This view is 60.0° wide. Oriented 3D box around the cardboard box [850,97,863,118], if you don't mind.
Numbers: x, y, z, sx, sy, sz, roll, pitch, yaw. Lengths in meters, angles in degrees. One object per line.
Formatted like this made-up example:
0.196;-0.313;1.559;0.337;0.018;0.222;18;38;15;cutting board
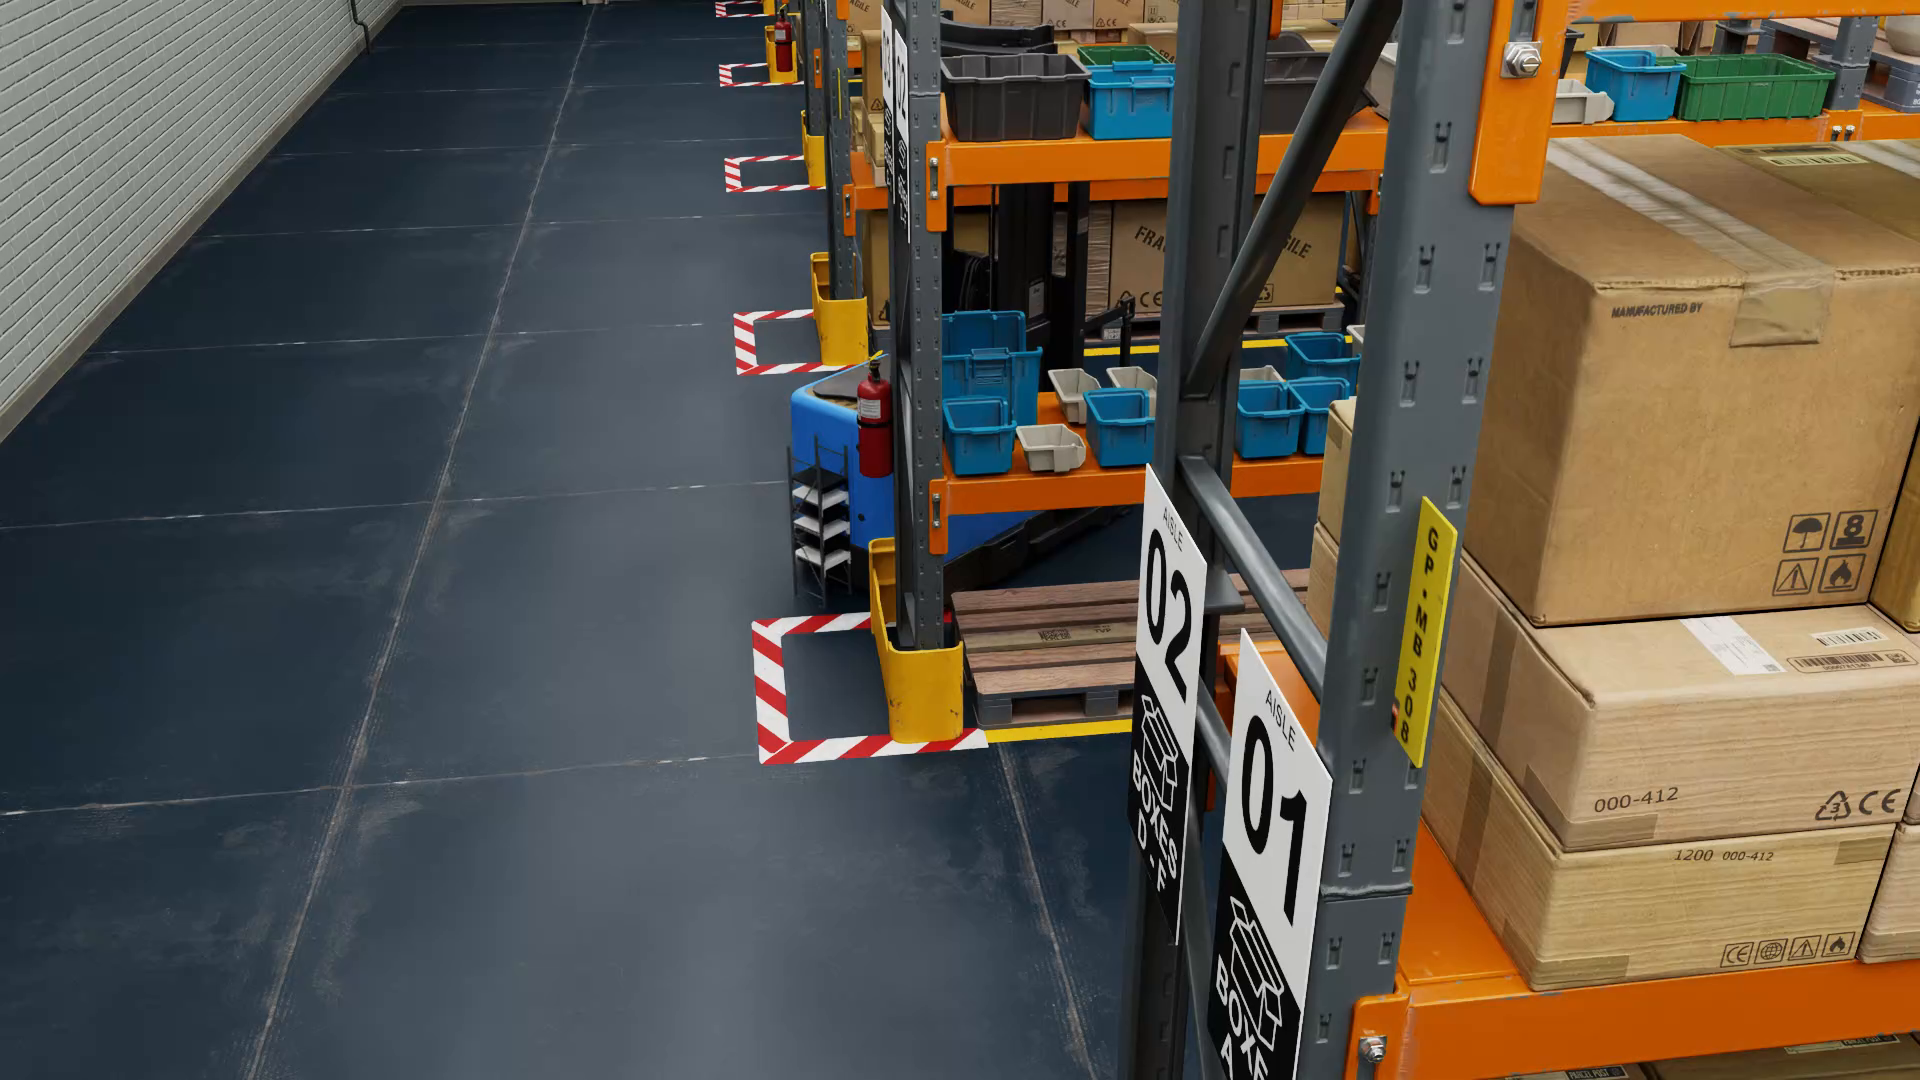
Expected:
-1.000;-4.467;17.182;0.250;0.149;0.380;-3;27;-7;cardboard box

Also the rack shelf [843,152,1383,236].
1.083;-2.694;12.504;4.000;0.370;1.077;-4;27;-7;rack shelf

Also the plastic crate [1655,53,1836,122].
3.376;-1.979;7.268;0.662;0.188;0.450;-4;27;-7;plastic crate

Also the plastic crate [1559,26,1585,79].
2.485;-2.224;7.656;0.590;0.269;0.497;-4;27;-7;plastic crate

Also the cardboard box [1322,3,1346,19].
3.697;-5.332;16.672;0.250;0.149;0.380;-3;27;-7;cardboard box

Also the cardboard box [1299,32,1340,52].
2.645;-3.391;12.090;0.500;0.500;0.500;-3;27;-6;cardboard box

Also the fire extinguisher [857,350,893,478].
-0.420;-0.644;8.212;0.183;0.674;0.296;-4;27;-7;fire extinguisher

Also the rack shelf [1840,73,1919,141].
5.734;-2.044;7.951;4.000;0.370;1.077;-4;27;-7;rack shelf

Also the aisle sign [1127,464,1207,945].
0.368;0.300;3.031;0.004;0.787;0.394;-4;27;-7;aisle sign

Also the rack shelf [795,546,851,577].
-0.753;0.095;9.046;0.258;0.077;0.200;21;34;35;rack shelf

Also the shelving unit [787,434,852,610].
-0.753;-0.095;8.949;0.258;0.900;0.210;21;34;35;shelving unit

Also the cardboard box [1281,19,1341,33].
2.553;-3.626;12.548;0.500;0.500;0.500;-4;27;-7;cardboard box

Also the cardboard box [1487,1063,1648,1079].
0.955;1.193;2.935;0.500;0.500;0.500;-3;27;-6;cardboard box

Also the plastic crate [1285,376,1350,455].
1.684;-0.570;7.693;0.300;0.233;0.416;-4;27;-7;plastic crate

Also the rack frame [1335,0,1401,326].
3.063;-3.142;12.587;0.127;3.000;1.000;-4;27;-7;rack frame

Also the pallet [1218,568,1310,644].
1.820;0.481;8.581;1.213;0.211;1.003;-4;27;-7;pallet

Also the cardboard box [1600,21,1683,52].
4.989;-3.762;12.588;0.637;0.503;0.797;-3;27;-5;cardboard box

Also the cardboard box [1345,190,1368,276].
3.694;-2.433;13.073;0.875;0.875;1.225;-4;27;-7;cardboard box

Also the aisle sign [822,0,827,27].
-0.927;-3.904;11.225;0.004;0.787;0.394;-4;27;-7;aisle sign

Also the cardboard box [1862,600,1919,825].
1.520;0.157;2.488;0.500;0.250;0.500;-4;27;-7;cardboard box

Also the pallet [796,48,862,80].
-1.498;-6.213;21.627;1.213;0.211;1.003;-4;27;-7;pallet

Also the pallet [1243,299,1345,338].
2.299;-1.888;13.198;1.213;0.211;1.003;-4;27;-7;pallet

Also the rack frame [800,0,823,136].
-1.489;-5.136;16.474;0.127;3.000;1.000;-4;27;-7;rack frame

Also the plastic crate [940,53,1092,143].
0.212;-1.823;6.875;0.590;0.269;0.497;-4;27;-7;plastic crate

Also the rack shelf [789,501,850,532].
-0.753;-0.145;8.923;0.258;0.077;0.200;21;34;35;rack shelf

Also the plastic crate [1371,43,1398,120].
2.030;-1.932;7.073;0.530;0.282;0.437;-4;27;-7;plastic crate

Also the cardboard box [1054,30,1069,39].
0.926;-5.071;16.622;0.250;0.149;0.380;-4;27;-8;cardboard box

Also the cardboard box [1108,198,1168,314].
1.507;-2.320;12.854;0.875;0.875;0.875;-4;27;-7;cardboard box

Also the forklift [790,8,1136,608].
0.406;-1.521;9.504;1.130;2.935;3.031;21;34;35;forklift

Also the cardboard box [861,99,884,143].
-0.455;-3.104;12.352;0.500;0.250;0.500;-4;27;-8;cardboard box

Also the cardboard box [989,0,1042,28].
0.512;-5.323;16.402;0.500;0.500;0.500;-4;27;-8;cardboard box

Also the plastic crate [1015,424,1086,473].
0.412;-0.407;7.482;0.298;0.136;0.250;-4;27;-7;plastic crate

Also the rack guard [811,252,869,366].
-0.922;-1.774;12.659;0.348;0.500;1.175;-4;27;-7;rack guard

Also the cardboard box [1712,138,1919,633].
1.492;-0.266;2.493;0.500;0.500;0.700;-4;27;-7;cardboard box

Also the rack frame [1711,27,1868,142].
3.753;-0.903;8.223;0.127;3.000;1.000;-4;27;-7;rack frame

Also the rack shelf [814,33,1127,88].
0.492;-4.943;16.886;4.000;0.370;1.077;-4;27;-7;rack shelf

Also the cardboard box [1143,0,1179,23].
2.033;-5.409;16.570;0.500;0.500;0.500;-4;27;-7;cardboard box

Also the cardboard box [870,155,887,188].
-0.500;-2.649;11.902;0.250;0.149;0.380;-3;27;-7;cardboard box

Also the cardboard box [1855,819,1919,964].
1.520;0.380;2.603;0.500;0.250;0.500;-4;27;-7;cardboard box

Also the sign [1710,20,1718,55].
3.679;-2.490;8.022;0.005;0.325;0.100;-4;27;-7;sign

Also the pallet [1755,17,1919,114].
4.516;-2.247;7.765;1.003;0.211;1.213;-4;27;-7;pallet

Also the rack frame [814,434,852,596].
-0.687;-0.130;9.018;0.240;0.900;0.006;21;34;35;rack frame

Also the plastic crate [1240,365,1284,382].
1.427;-0.759;8.167;0.250;0.136;0.298;-4;27;-7;plastic crate

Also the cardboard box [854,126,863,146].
-0.934;-4.104;16.800;0.250;0.149;0.380;-3;27;-5;cardboard box

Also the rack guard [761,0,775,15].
-2.898;-8.504;25.775;0.348;0.500;1.175;-4;27;-7;rack guard

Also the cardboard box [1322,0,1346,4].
3.696;-5.466;16.606;0.250;0.149;0.380;-5;28;-9;cardboard box

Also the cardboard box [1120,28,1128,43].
1.709;-5.099;16.677;0.250;0.149;0.380;-3;27;-5;cardboard box

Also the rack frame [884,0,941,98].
-0.208;-3.317;6.358;0.127;3.000;1.000;-4;27;-7;rack frame
